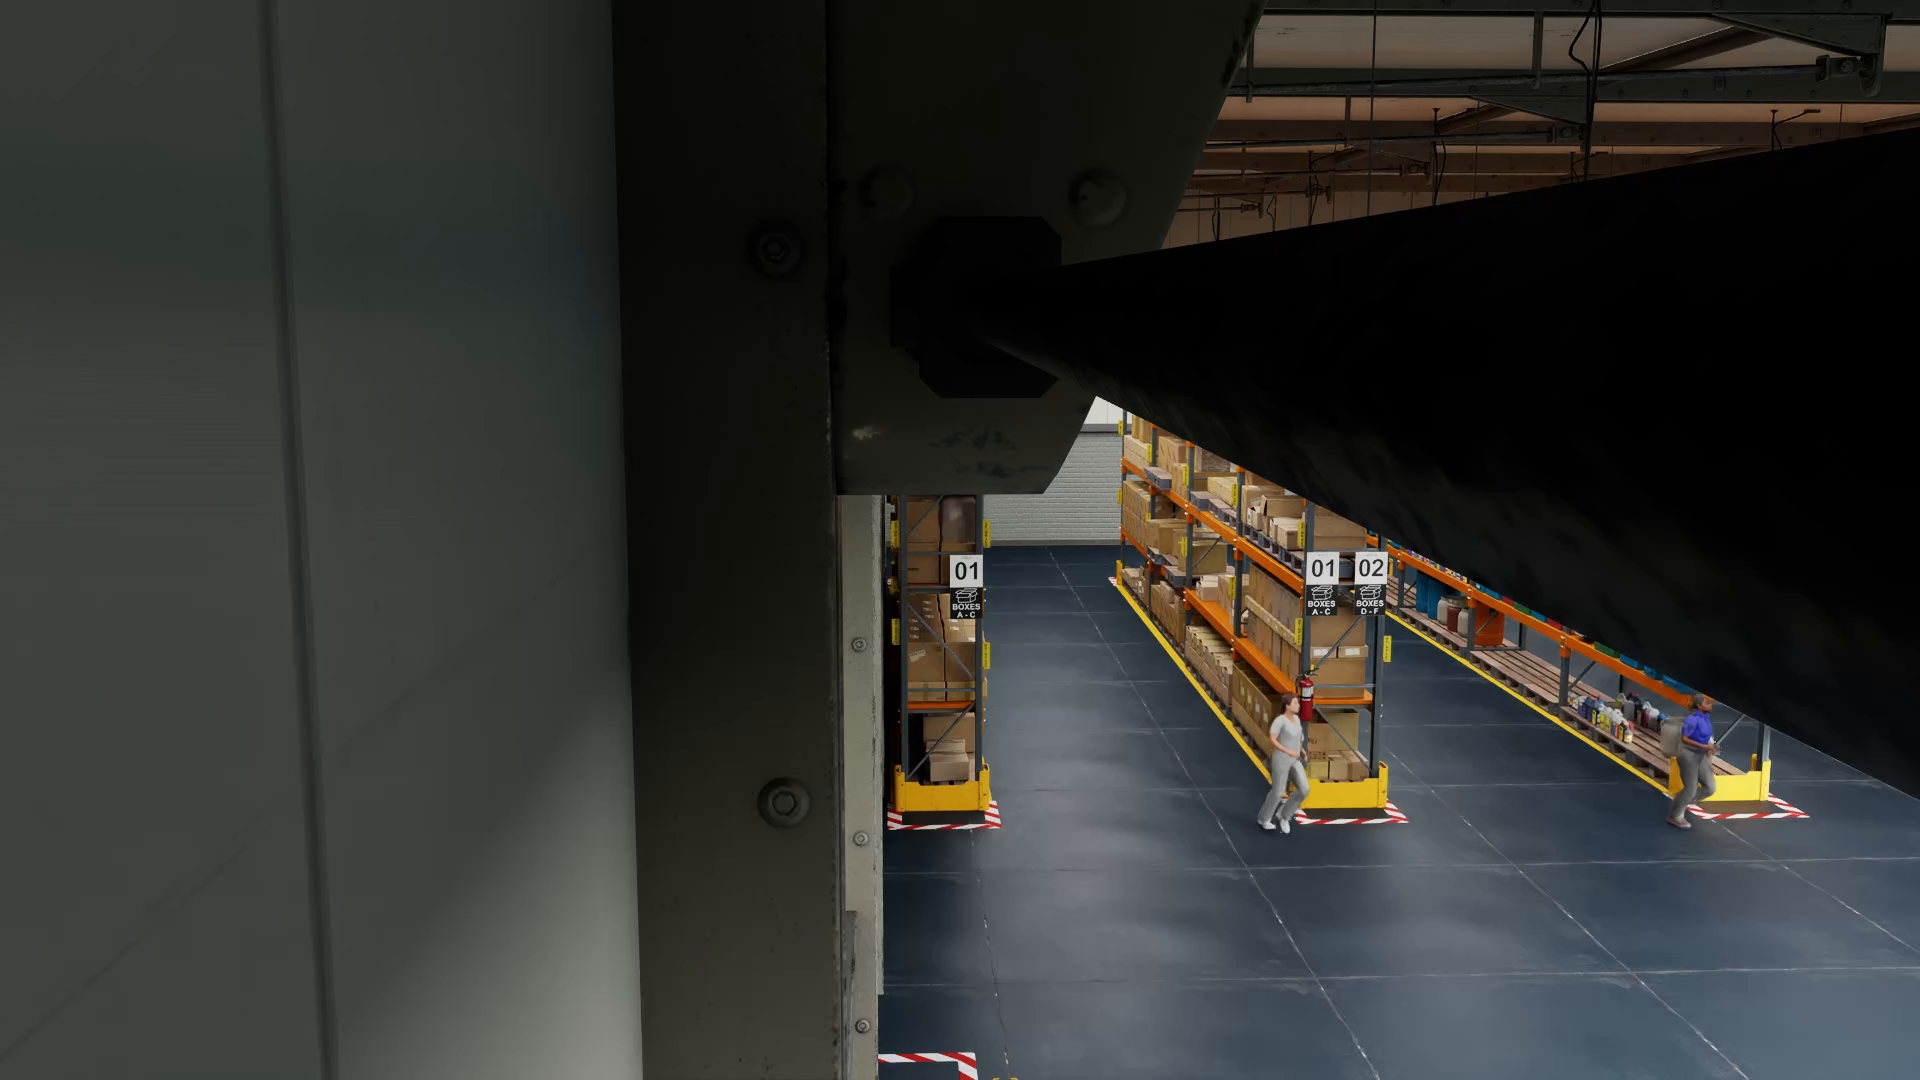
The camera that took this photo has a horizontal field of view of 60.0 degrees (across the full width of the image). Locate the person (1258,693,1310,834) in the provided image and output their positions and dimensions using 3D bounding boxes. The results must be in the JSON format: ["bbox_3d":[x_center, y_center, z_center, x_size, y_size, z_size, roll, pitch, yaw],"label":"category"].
[{"bbox_3d":[3.896,2.630,19.688,0.632,1.653,0.607,-6,10,-35],"label":"person"}]

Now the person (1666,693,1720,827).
[{"bbox_3d":[8.835,2.627,19.842,0.593,1.604,0.564,-7,11,-38],"label":"person"}]
